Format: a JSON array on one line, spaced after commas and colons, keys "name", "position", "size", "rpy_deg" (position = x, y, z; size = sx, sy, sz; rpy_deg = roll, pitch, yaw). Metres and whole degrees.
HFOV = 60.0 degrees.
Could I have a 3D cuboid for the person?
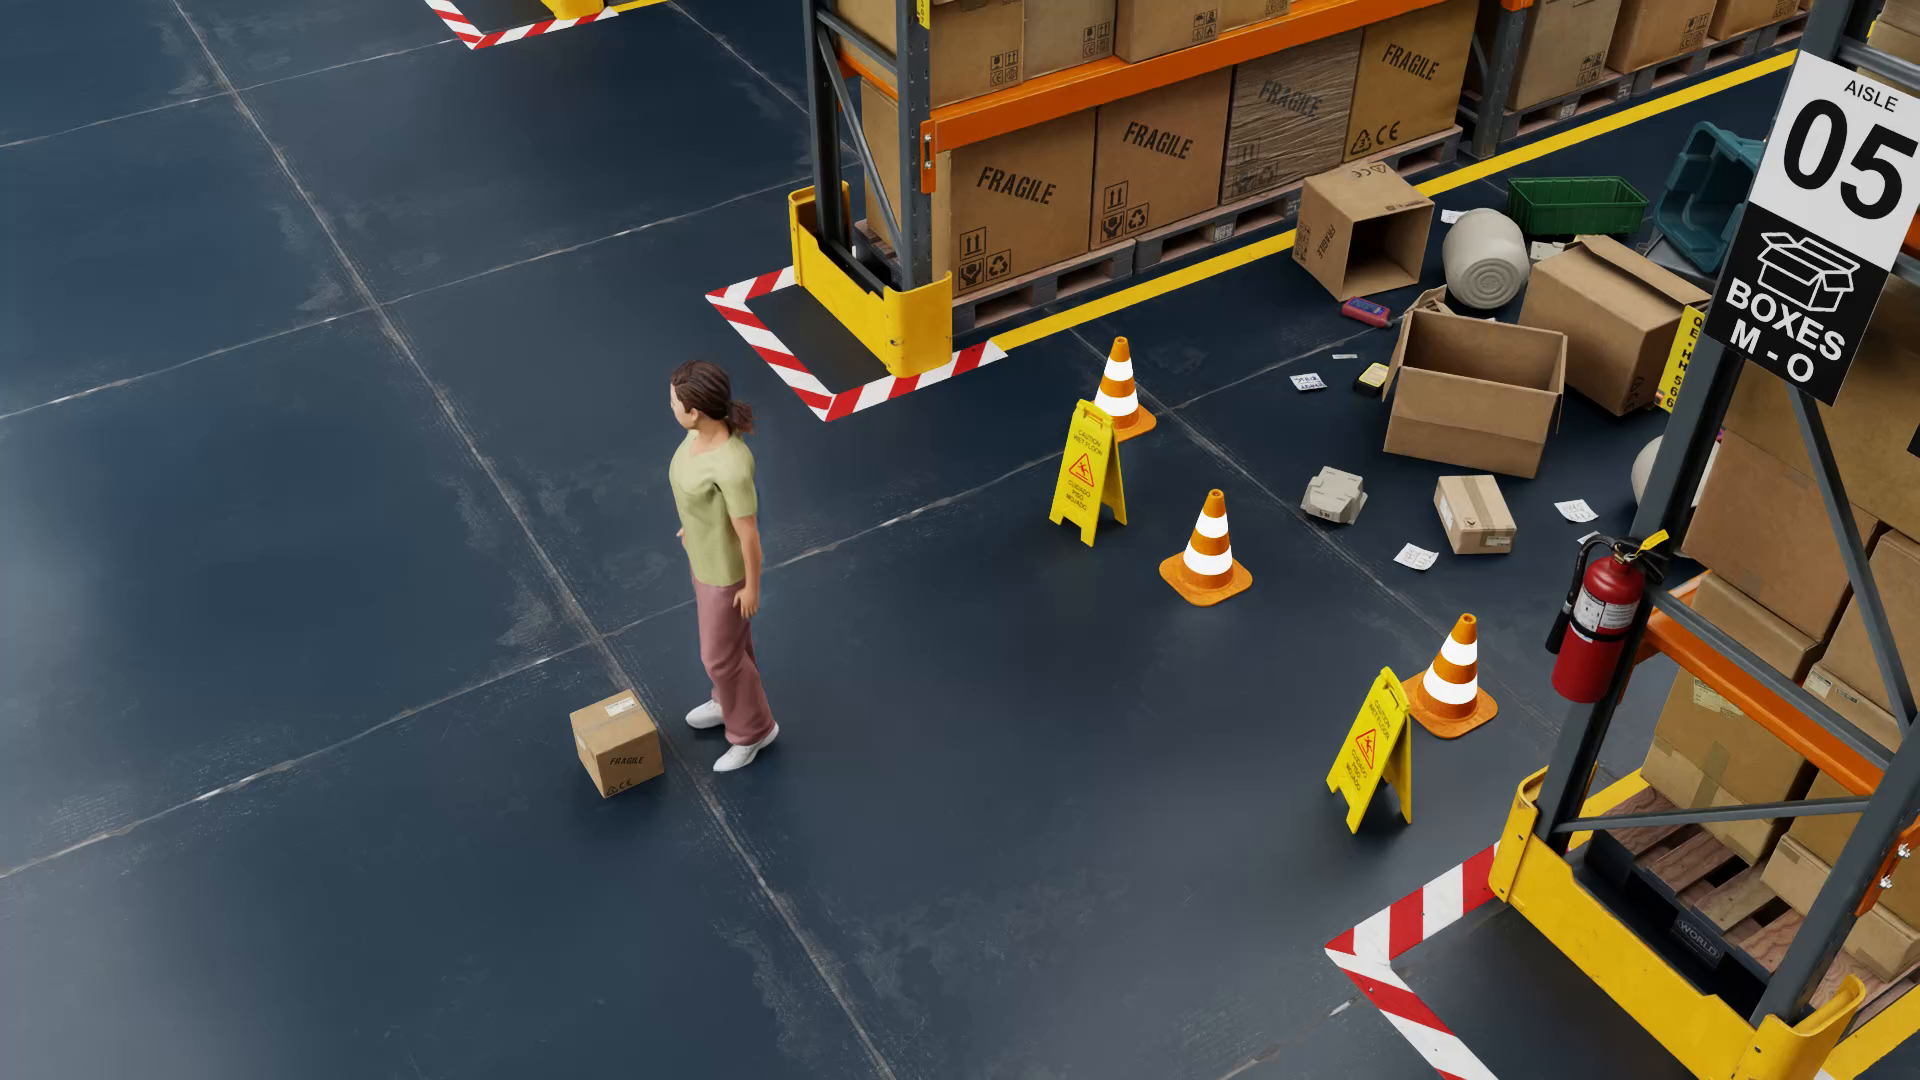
[{"name": "person", "position": [-0.881, 0.084, 6.072], "size": [0.404, 1.725, 0.519], "rpy_deg": [-14, 43, -16]}]
